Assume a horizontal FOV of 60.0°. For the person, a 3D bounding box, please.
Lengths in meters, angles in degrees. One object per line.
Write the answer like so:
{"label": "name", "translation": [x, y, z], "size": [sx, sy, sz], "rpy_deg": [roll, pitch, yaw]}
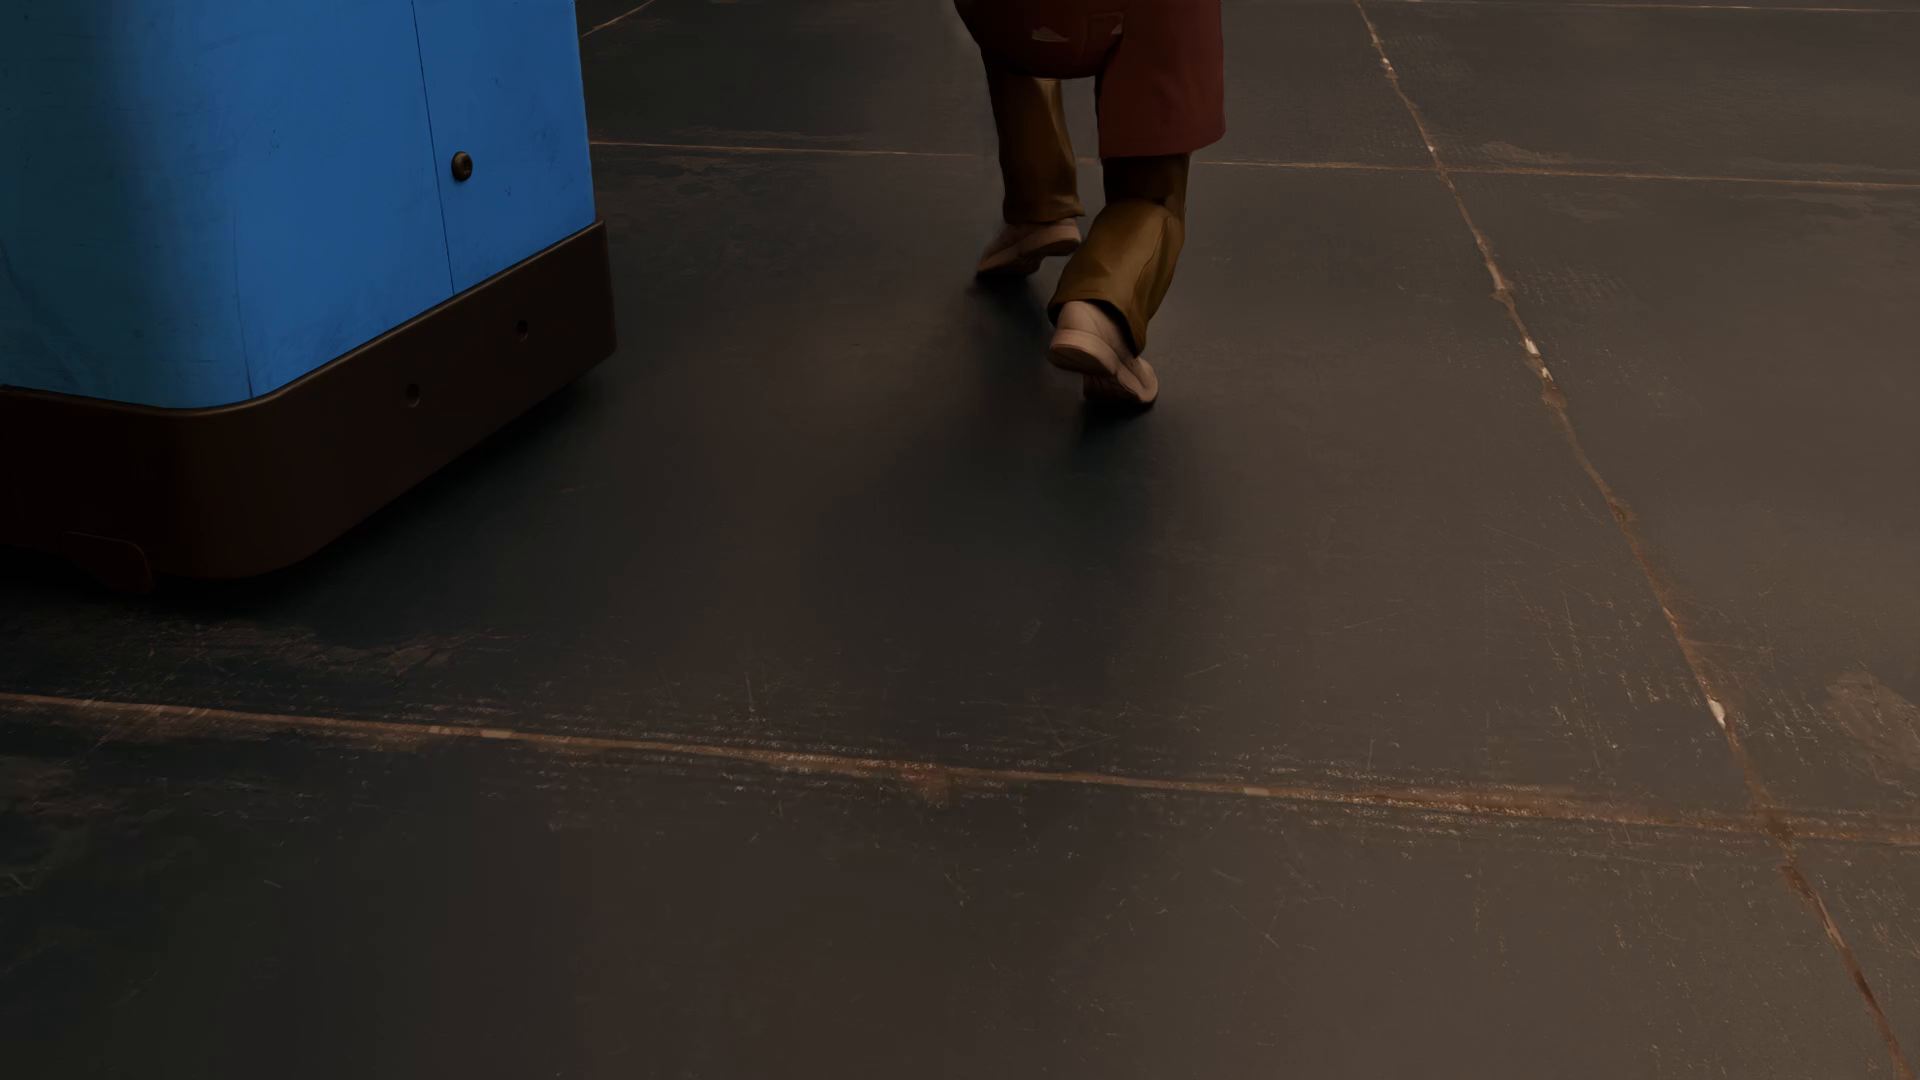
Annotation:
{"label": "person", "translation": [-0.018, -1.014, 2.900], "size": [1.044, 1.477, 1.030], "rpy_deg": [-6, 27, -12]}

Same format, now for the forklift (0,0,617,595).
{"label": "forklift", "translation": [-2.202, -1.614, 2.453], "size": [3.031, 2.935, 1.130], "rpy_deg": [8, 28, 16]}
